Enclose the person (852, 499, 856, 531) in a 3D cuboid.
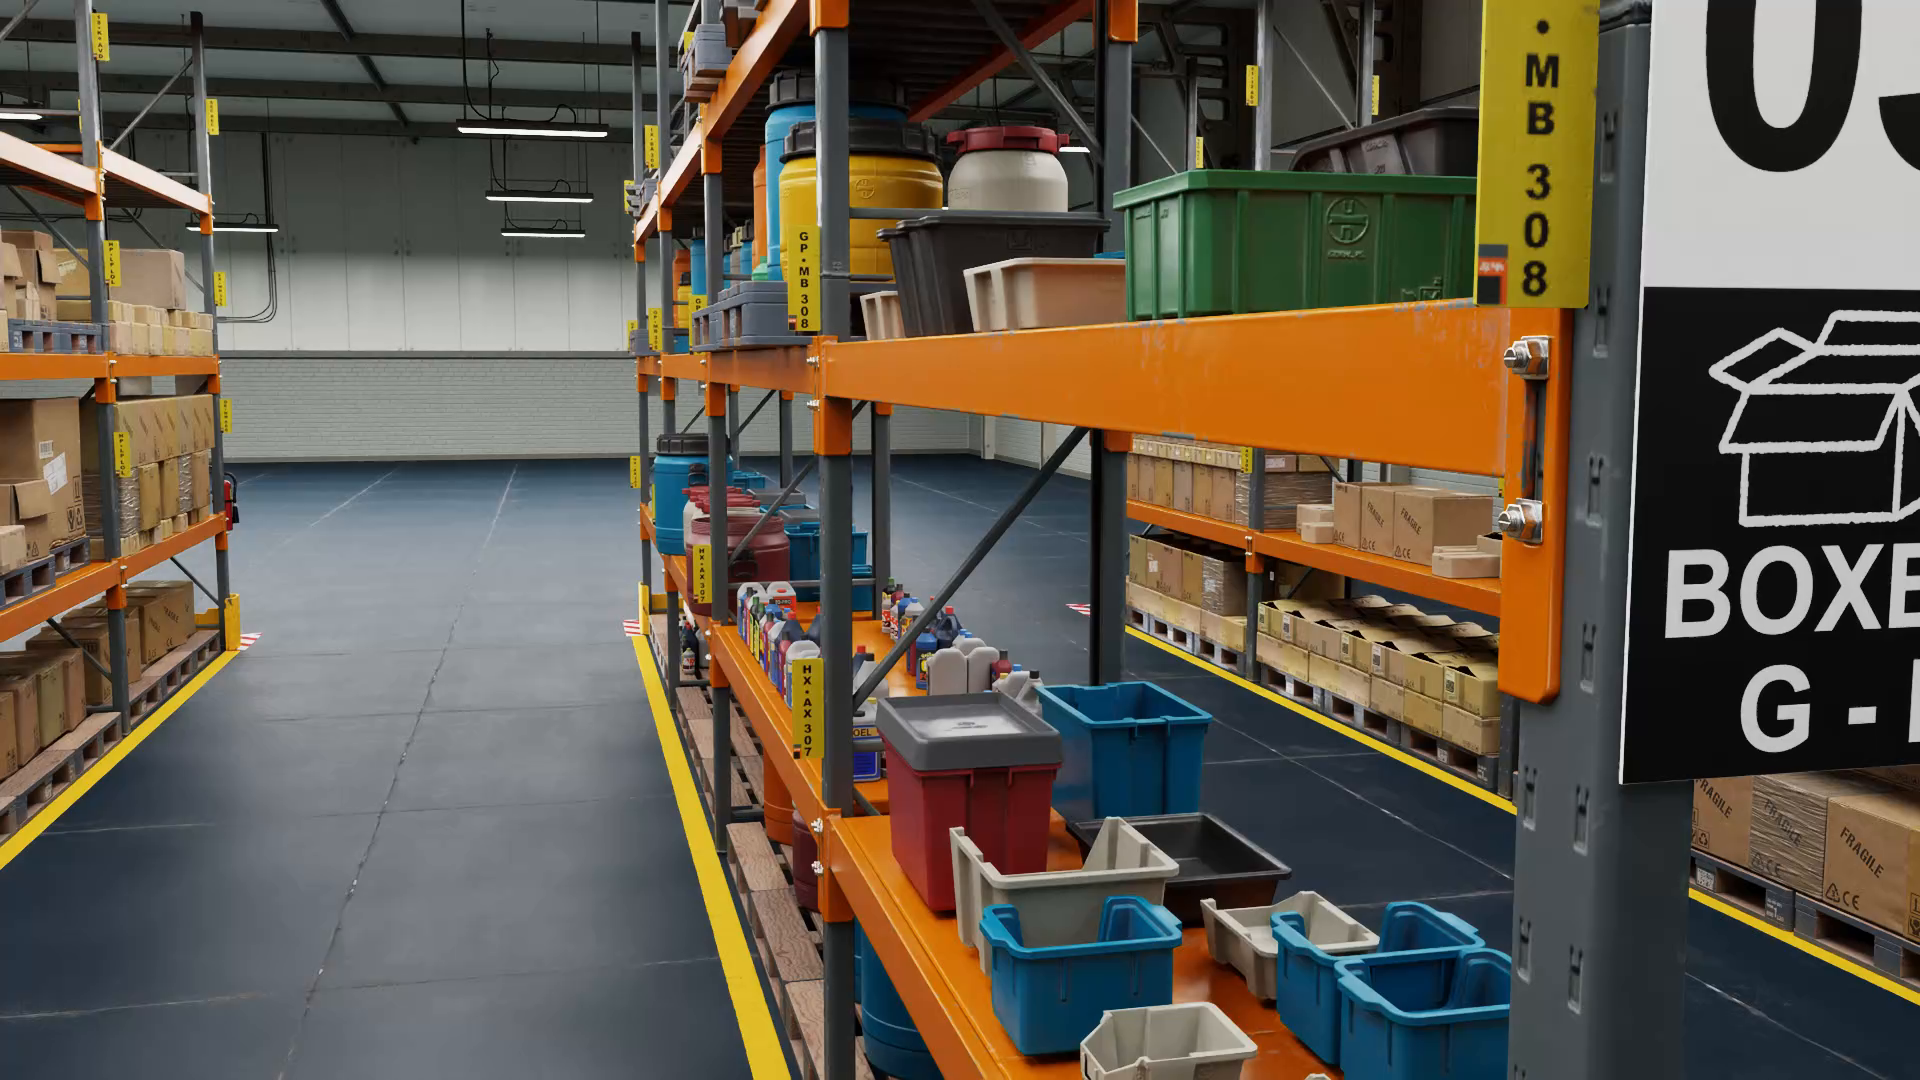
[{"bbox_3d":[-1.378,-0.069,18.665,0.403,1.685,0.552,-1,6,-12],"label":"person"}]
